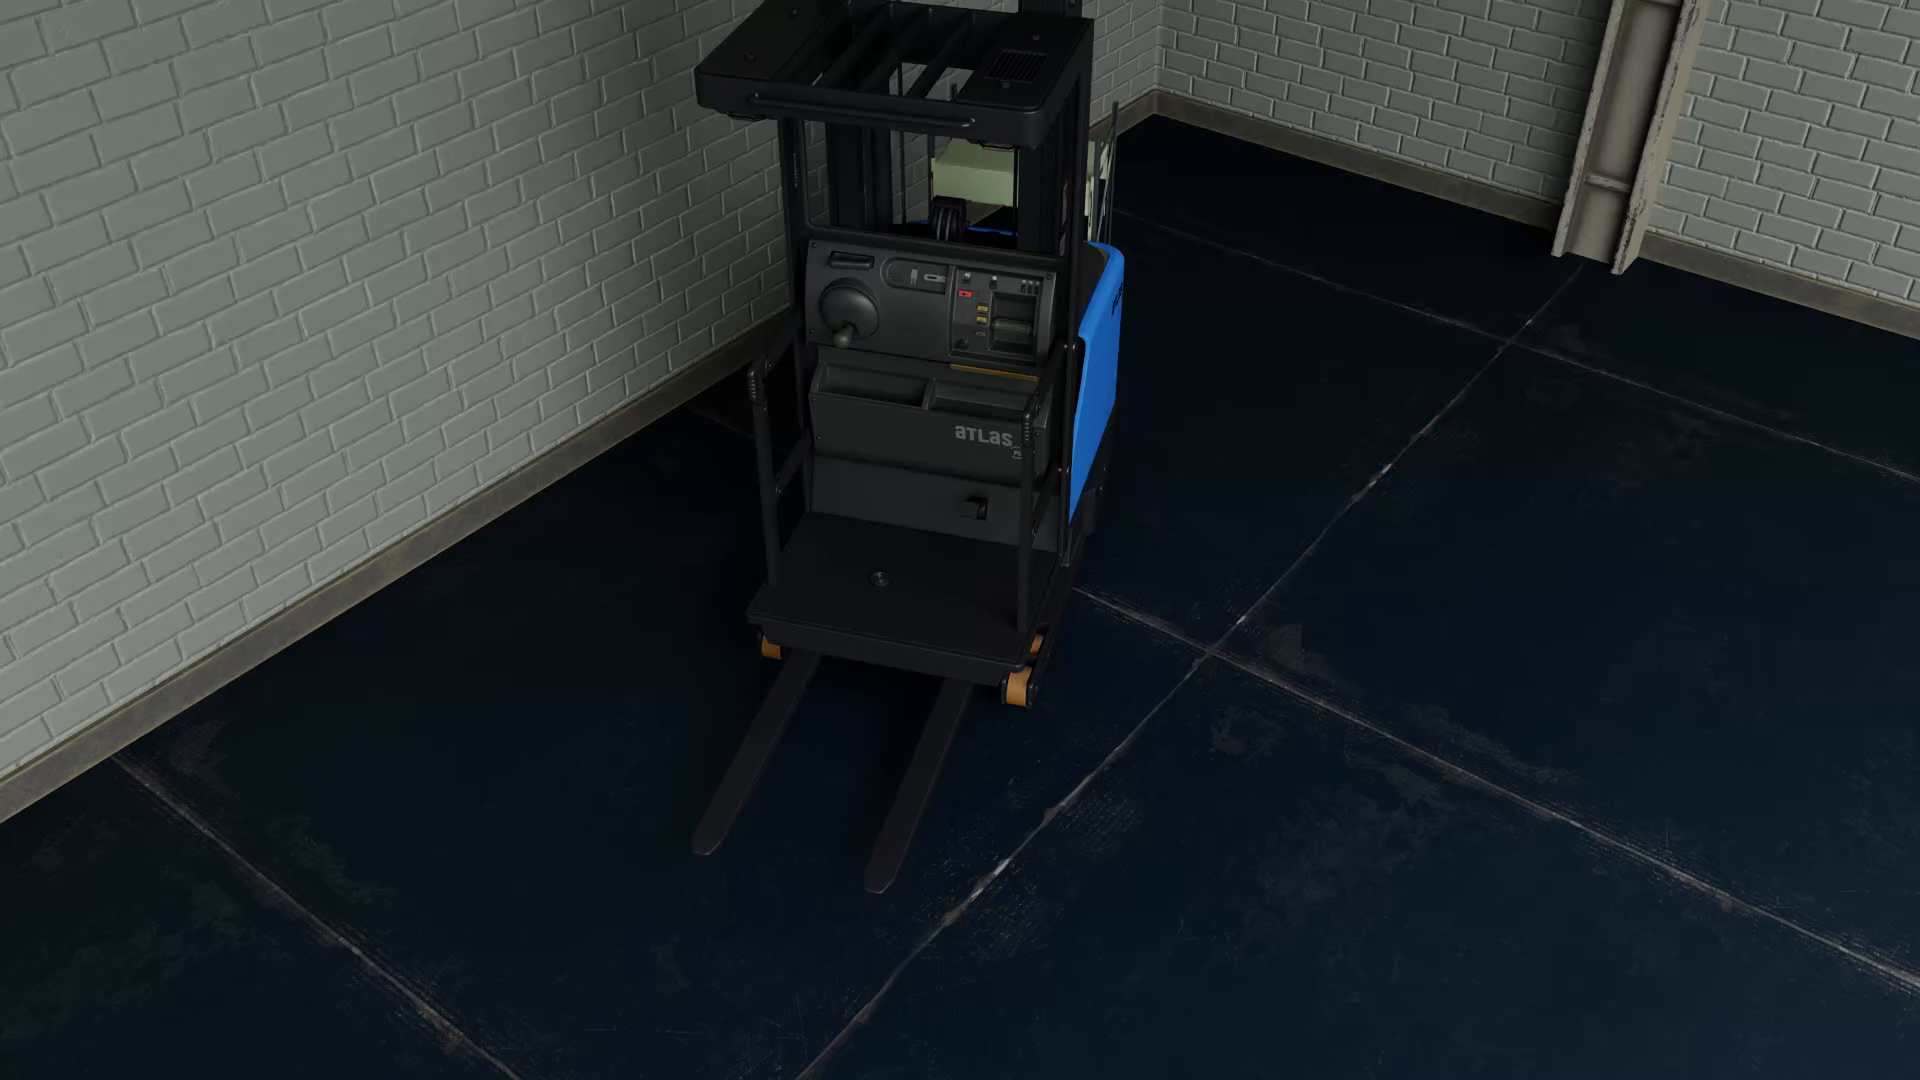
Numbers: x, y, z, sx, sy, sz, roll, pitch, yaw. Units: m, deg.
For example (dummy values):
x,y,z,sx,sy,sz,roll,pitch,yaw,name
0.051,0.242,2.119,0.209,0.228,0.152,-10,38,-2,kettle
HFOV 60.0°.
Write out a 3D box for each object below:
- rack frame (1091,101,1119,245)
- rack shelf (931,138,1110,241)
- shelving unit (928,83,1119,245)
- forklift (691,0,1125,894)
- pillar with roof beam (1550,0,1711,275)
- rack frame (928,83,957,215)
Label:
x,y,z,sx,sy,sz,roll,pitch,yaw,name
0.630,-1.209,7.578,0.023,1.500,0.400,10,39,12,rack frame
0.278,-1.577,7.415,0.720,0.370,0.431,10,39,12,rack shelf
0.278,-1.270,7.655,0.755,1.500,0.431,10,39,12,shelving unit
-0.169,-0.781,5.870,1.130,2.935,3.031,10,39,12,forklift
0.931,-3.033,3.825,0.400,9.000,9.100,25,45,29,pillar with roof beam
-0.075,-1.331,7.733,0.023,1.500,0.400,10,39,12,rack frame
